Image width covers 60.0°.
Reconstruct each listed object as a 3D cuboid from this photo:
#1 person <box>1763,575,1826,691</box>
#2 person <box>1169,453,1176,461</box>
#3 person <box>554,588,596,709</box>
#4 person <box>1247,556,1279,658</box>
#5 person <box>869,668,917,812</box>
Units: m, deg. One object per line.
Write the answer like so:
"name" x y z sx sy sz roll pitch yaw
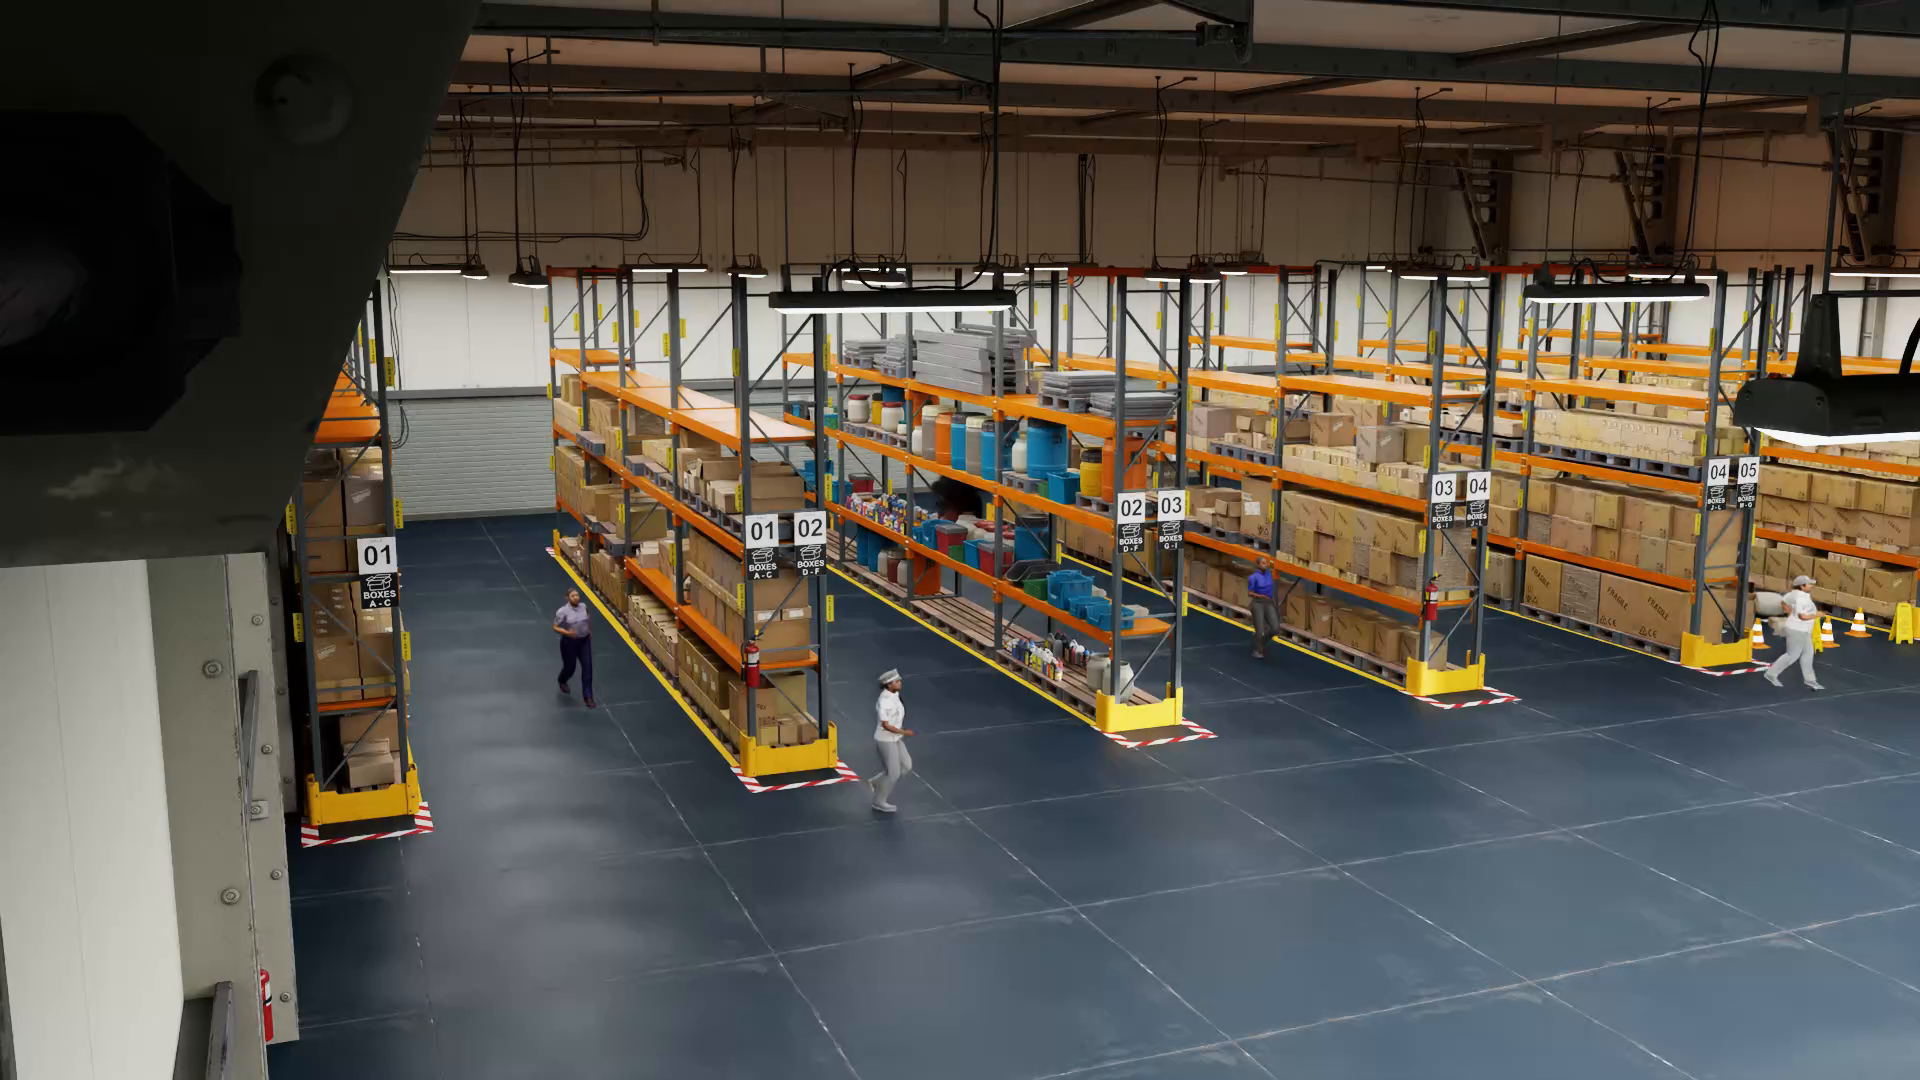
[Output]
"person" 12.142 1.342 24.082 0.831 1.689 0.605 4 11 23
"person" 5.359 -1.630 41.085 0.915 1.801 0.746 -6 11 -29
"person" -5.421 1.486 23.404 0.606 1.662 0.923 -7 12 -35
"person" 4.738 1.058 25.808 0.563 1.617 0.571 -4 11 -24
"person" -0.755 2.262 18.953 0.563 1.661 0.617 1 10 7
